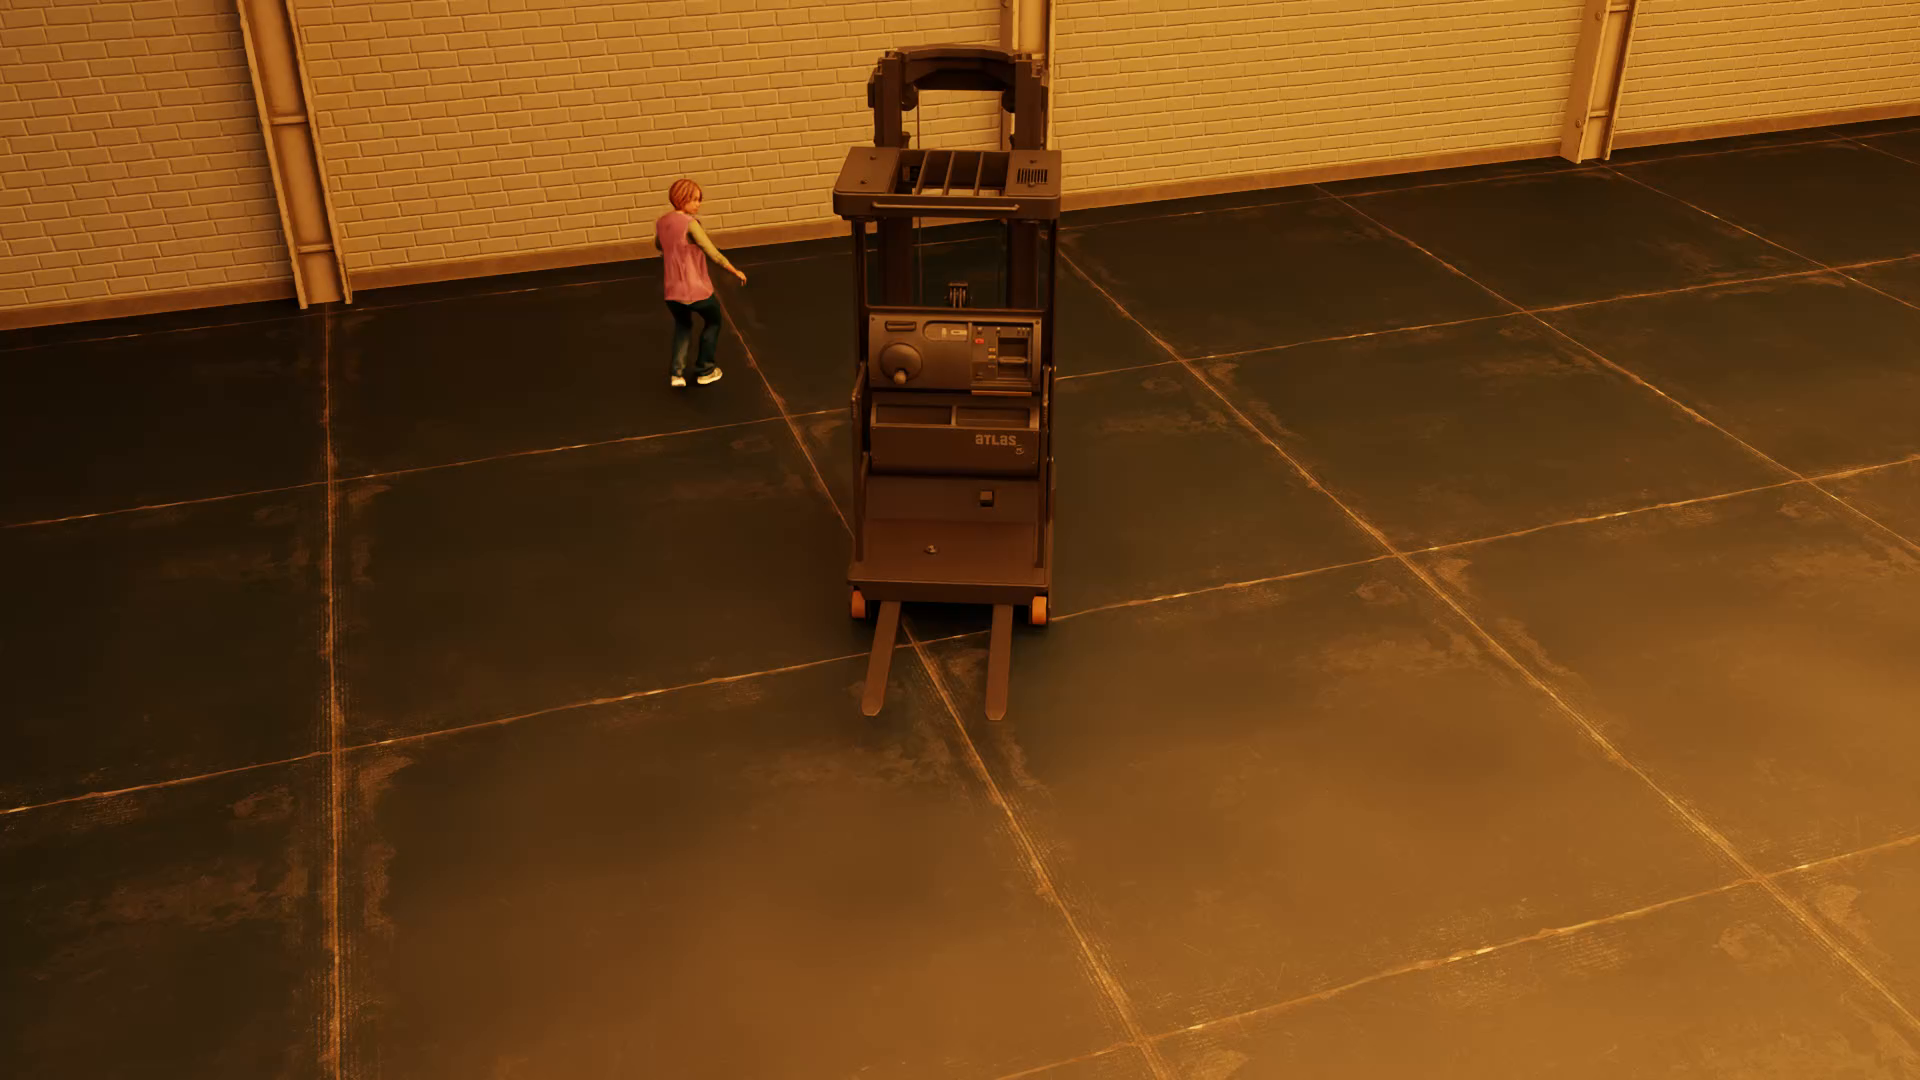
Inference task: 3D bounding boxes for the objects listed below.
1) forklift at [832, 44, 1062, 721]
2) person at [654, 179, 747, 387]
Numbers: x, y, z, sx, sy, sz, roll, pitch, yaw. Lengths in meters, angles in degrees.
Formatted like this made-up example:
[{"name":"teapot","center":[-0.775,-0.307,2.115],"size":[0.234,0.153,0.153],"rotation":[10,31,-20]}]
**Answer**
[{"name":"forklift","center":[-0.039,-0.967,8.767],"size":[1.130,2.935,3.031],"rotation":[2,30,3]},{"name":"person","center":[-1.822,-1.790,11.641],"size":[0.694,1.499,0.672],"rotation":[12,32,20]}]
